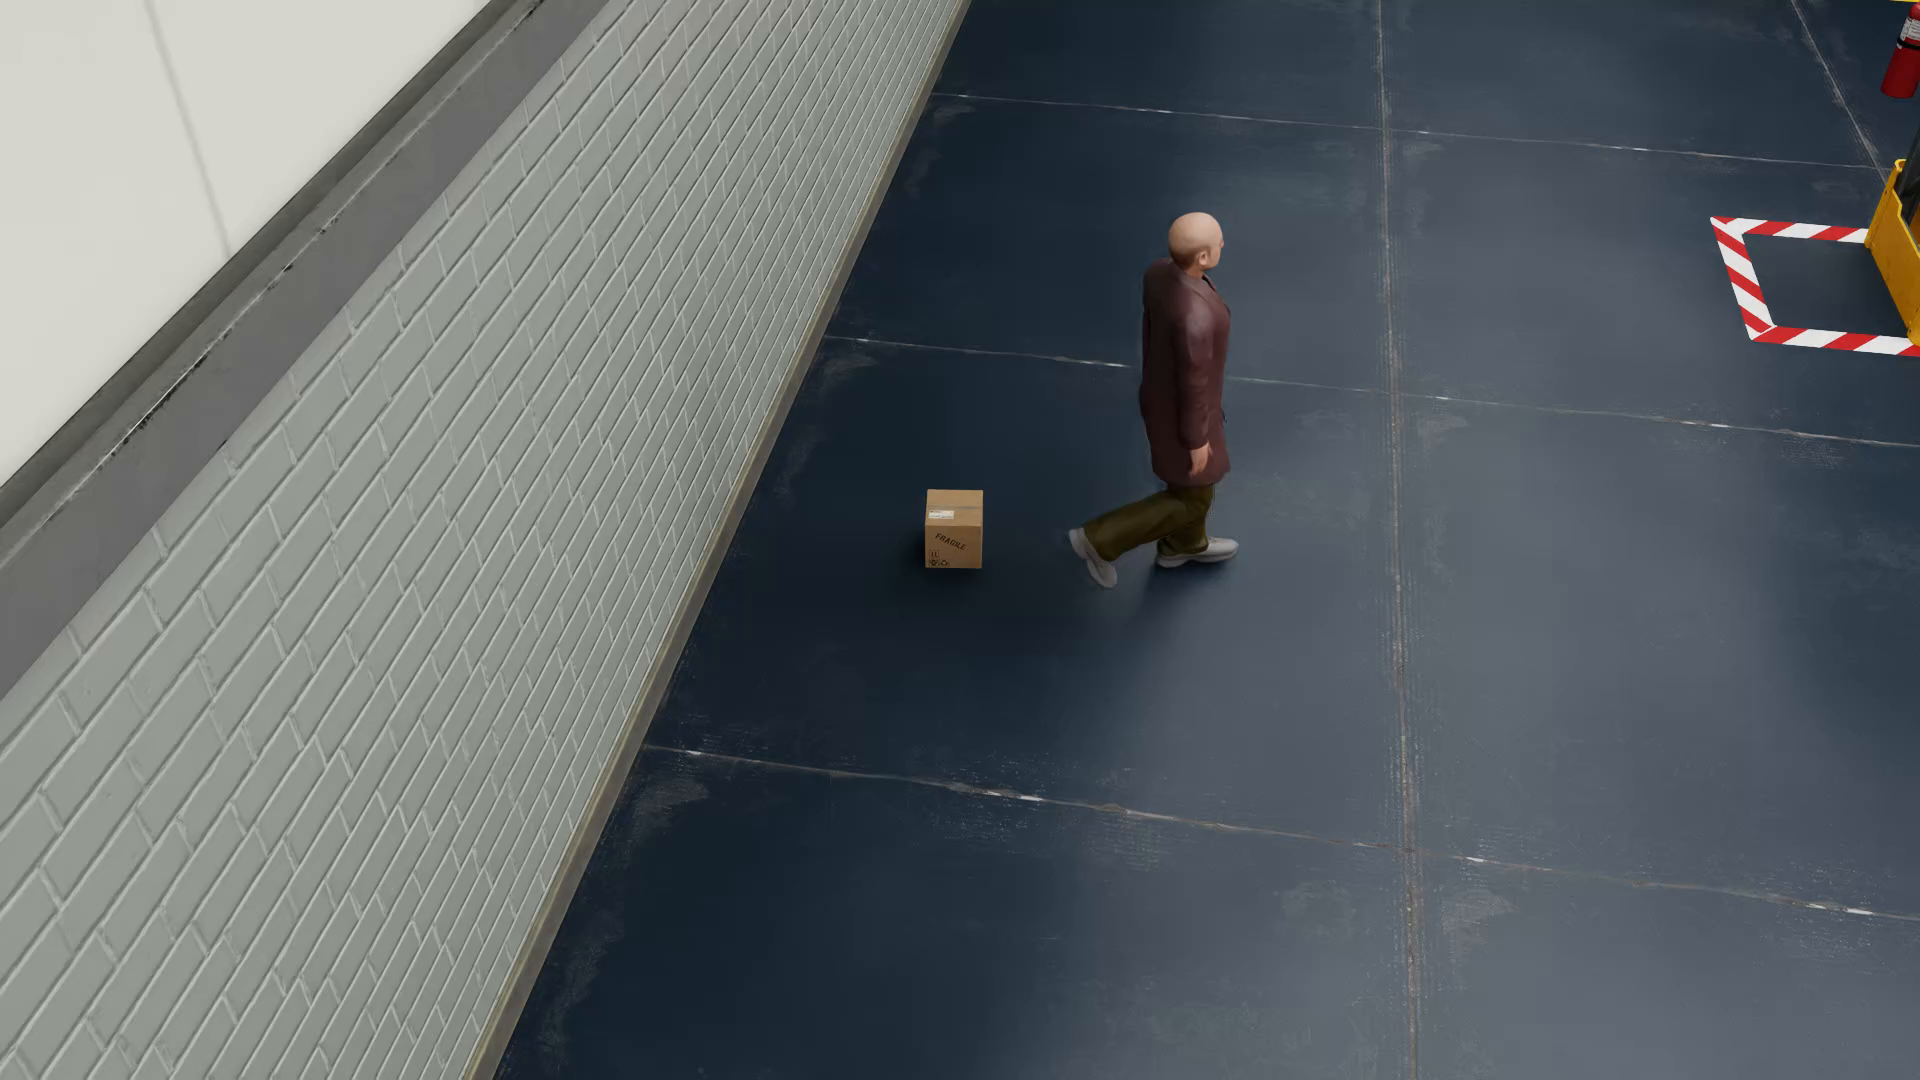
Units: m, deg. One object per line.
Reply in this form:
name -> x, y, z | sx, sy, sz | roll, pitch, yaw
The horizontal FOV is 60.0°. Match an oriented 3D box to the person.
person -> 0.845, -0.530, 6.771 | 0.817, 1.758, 0.585 | -6, 40, -7
